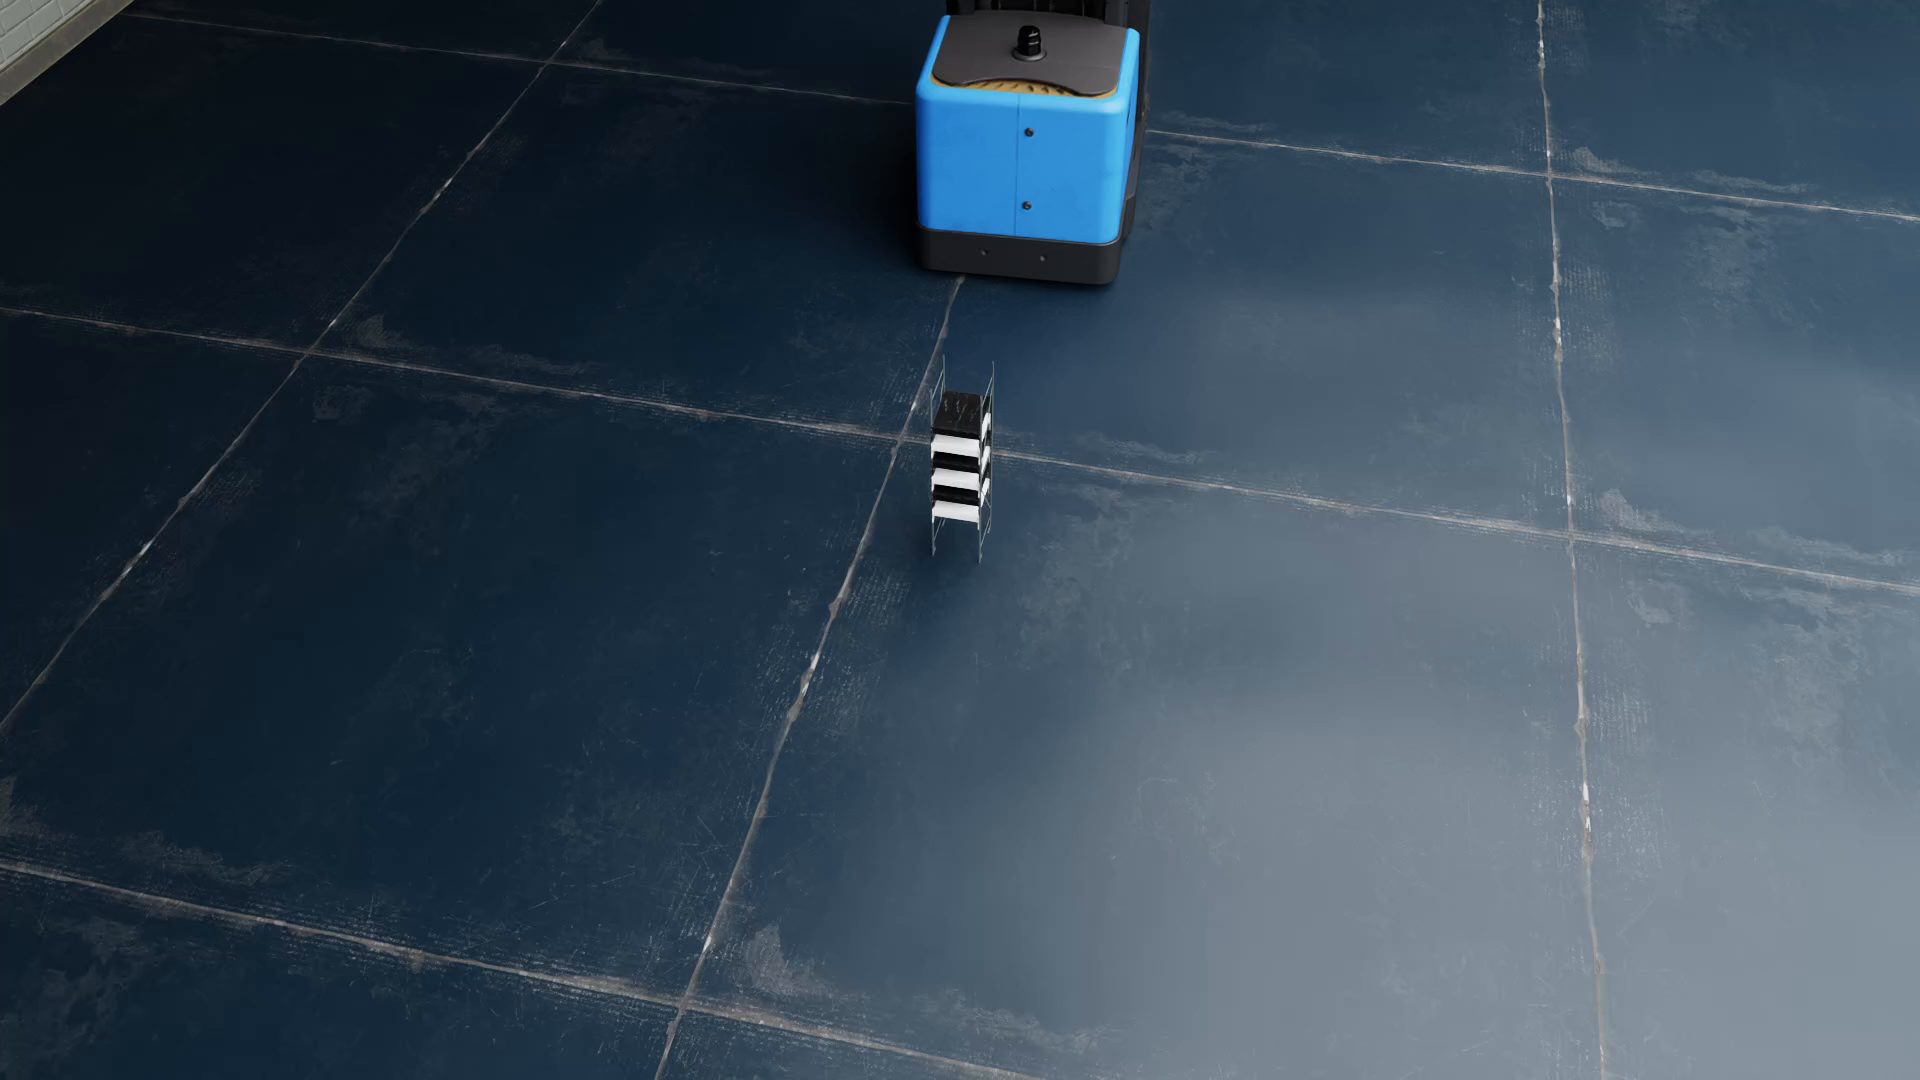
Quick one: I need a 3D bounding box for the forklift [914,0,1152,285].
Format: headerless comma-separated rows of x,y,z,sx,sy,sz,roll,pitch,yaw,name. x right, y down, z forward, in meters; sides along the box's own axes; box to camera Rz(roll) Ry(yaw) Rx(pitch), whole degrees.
0.508,-3.385,8.614,1.130,2.935,3.031,6,44,6,forklift

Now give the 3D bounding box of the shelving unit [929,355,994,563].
0.008,-0.323,6.897,0.210,0.900,0.258,9,45,9,shelving unit

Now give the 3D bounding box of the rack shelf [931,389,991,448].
0.008,-0.493,6.733,0.200,0.077,0.258,9,45,9,rack shelf

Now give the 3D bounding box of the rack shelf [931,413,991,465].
0.008,-0.429,6.795,0.200,0.077,0.258,9,45,9,rack shelf

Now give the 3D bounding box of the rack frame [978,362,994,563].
0.107,-0.308,6.881,0.006,0.900,0.240,9,45,9,rack frame

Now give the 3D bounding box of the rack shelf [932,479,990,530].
0.008,-0.169,7.045,0.200,0.077,0.258,9,45,9,rack shelf

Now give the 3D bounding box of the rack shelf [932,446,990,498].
0.008,-0.299,6.920,0.200,0.077,0.258,9,45,9,rack shelf

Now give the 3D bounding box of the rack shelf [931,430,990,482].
0.008,-0.364,6.857,0.200,0.077,0.258,9,45,9,rack shelf

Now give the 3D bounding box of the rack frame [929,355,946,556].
-0.091,-0.338,6.913,0.006,0.900,0.240,9,45,9,rack frame

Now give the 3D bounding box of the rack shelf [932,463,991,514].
0.008,-0.234,6.982,0.200,0.077,0.258,9,45,9,rack shelf
